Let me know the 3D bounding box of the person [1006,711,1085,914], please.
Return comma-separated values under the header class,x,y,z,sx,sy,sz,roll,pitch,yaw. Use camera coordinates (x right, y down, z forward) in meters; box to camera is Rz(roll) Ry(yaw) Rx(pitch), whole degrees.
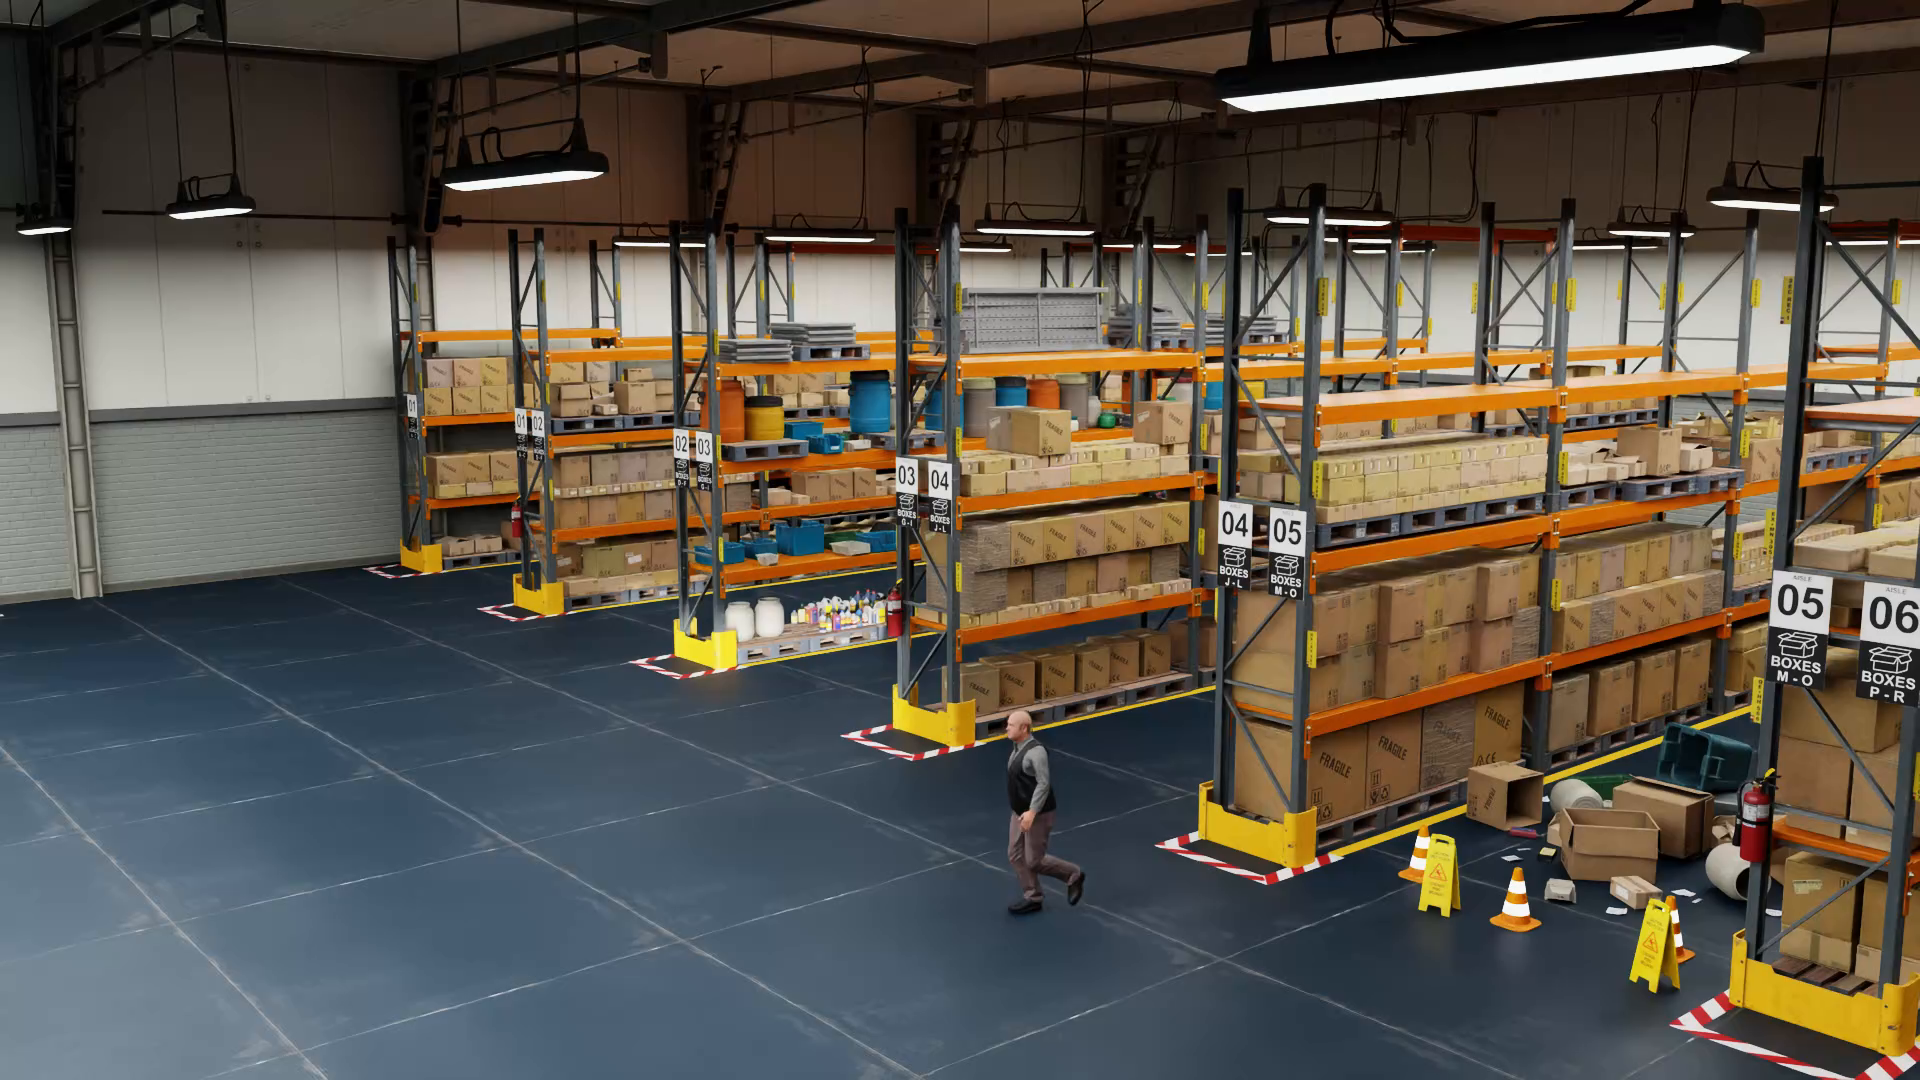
class,x,y,z,sx,sy,sz,roll,pitch,yaw
person,0.697,2.236,13.789,0.656,1.691,0.598,-4,9,-22
